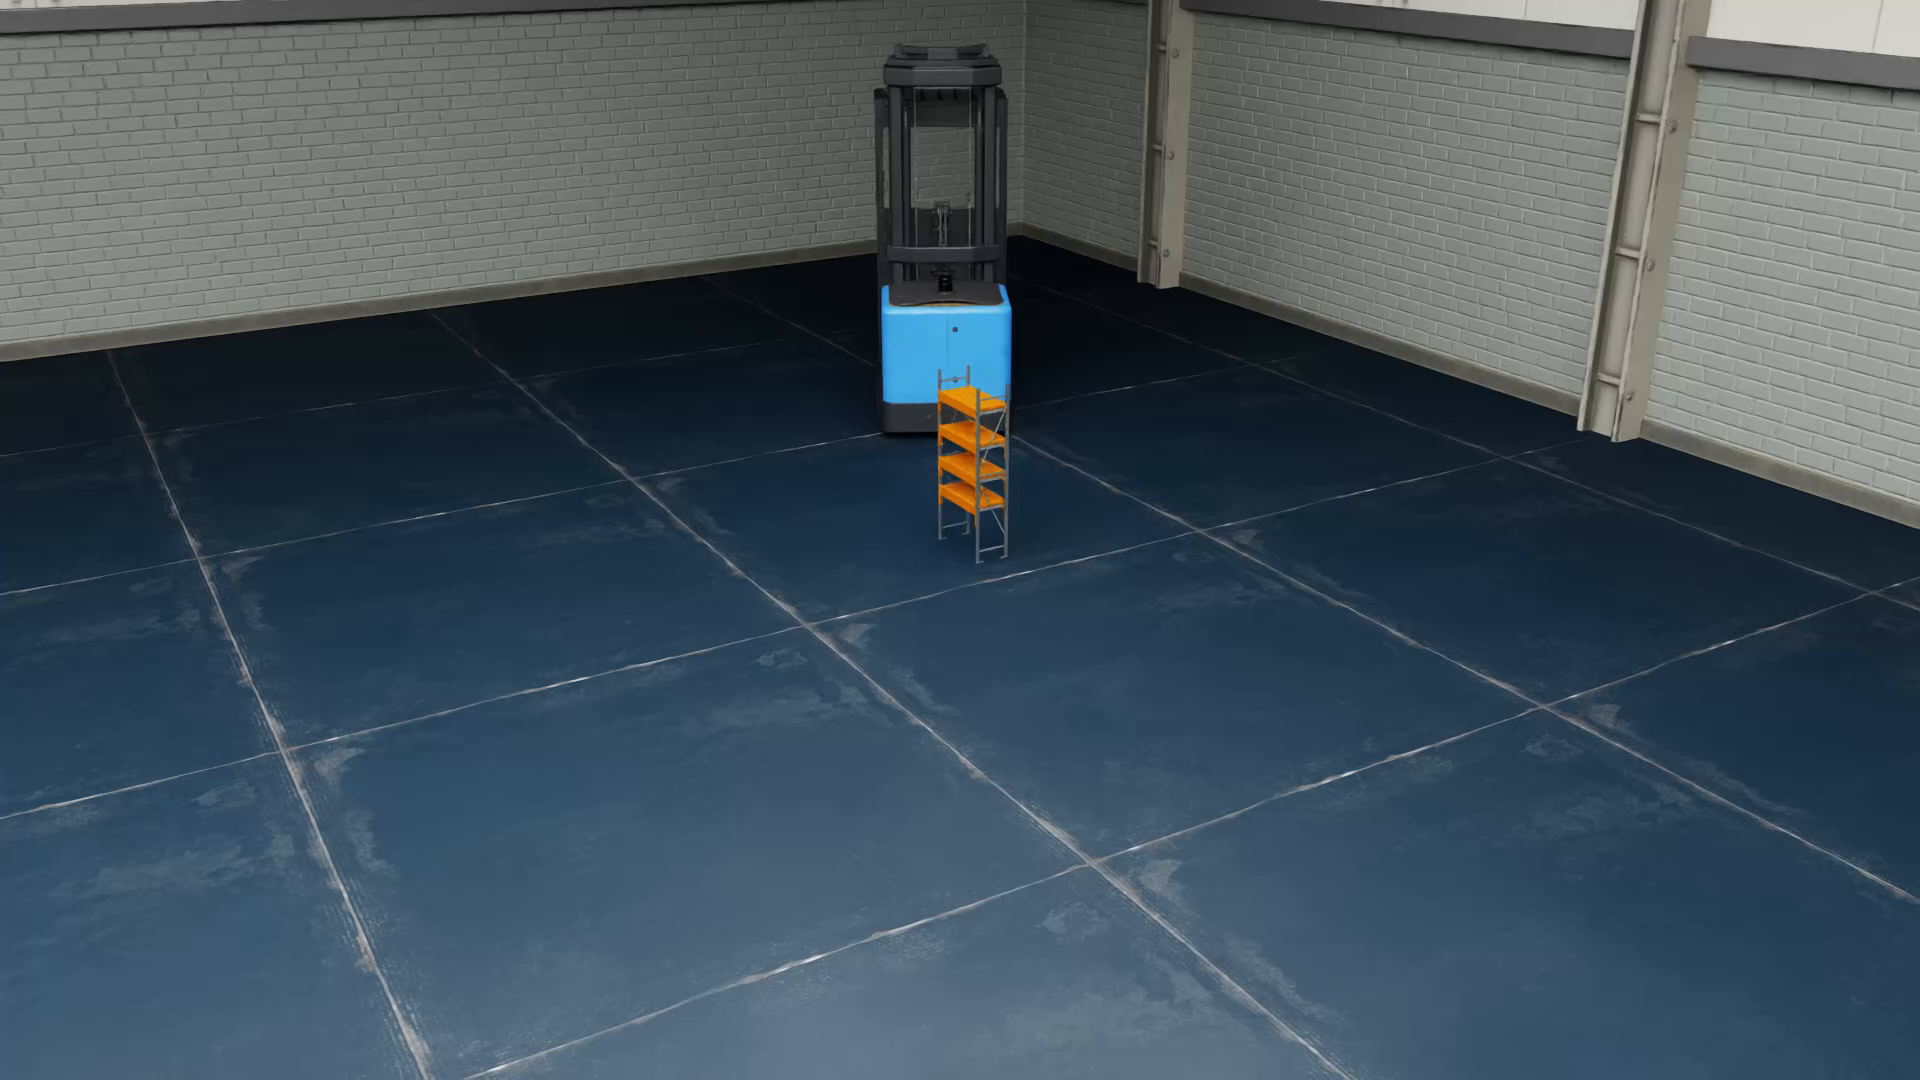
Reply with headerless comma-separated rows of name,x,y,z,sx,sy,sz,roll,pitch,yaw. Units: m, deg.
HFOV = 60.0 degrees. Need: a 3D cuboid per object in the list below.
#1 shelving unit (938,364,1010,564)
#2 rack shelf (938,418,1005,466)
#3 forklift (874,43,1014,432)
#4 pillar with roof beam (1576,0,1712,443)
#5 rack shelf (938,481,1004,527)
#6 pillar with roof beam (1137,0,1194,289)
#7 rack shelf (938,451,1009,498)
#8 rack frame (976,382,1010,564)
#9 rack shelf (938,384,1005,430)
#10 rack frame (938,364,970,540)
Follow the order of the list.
shelving unit,0.085,-0.502,10.954,0.258,1.200,0.503,-13,25,-28
rack shelf,0.085,-0.647,10.895,0.258,0.148,0.480,-13,25,-28
forklift,-0.167,-2.723,14.119,1.130,2.935,3.031,-1,22,-2
pillar with roof beam,1.541,-4.206,9.707,9.100,9.000,0.400,-13,25,-28
rack shelf,0.085,-0.256,11.054,0.258,0.148,0.480,-13,25,-28
pillar with roof beam,-1.524,-6.148,14.486,9.100,9.000,0.400,-13,25,-28
rack shelf,0.085,-0.440,10.979,0.258,0.148,0.480,-13,25,-28
rack frame,0.209,-0.423,10.759,0.240,1.200,0.015,-13,25,-28
rack shelf,0.085,-0.866,10.806,0.258,0.148,0.480,-13,25,-28
rack frame,-0.040,-0.581,11.148,0.240,1.200,0.015,-13,25,-28
